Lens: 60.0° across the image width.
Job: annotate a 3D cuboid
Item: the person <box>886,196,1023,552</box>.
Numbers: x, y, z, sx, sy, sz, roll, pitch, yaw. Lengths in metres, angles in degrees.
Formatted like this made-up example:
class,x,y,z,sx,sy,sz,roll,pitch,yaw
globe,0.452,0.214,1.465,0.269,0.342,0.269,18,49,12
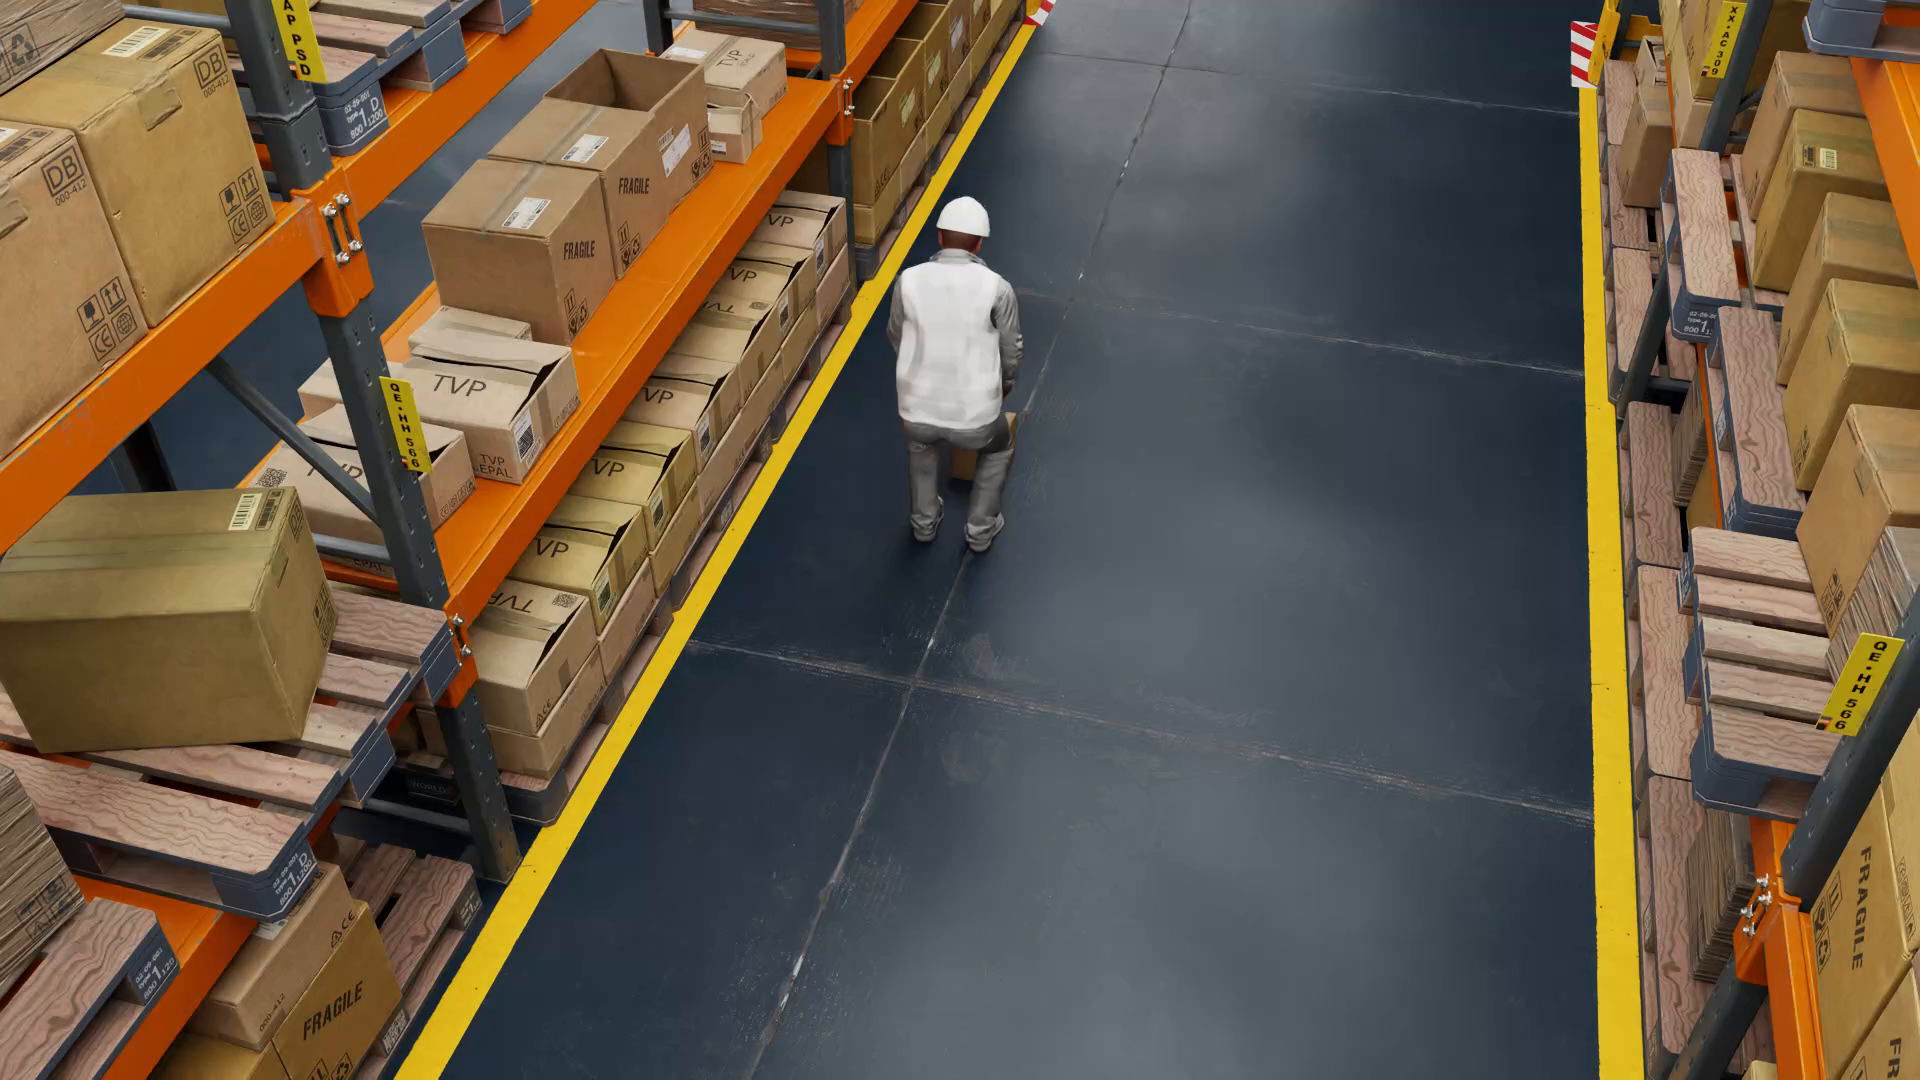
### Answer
class,x,y,z,sx,sy,sz,roll,pitch,yaw
person,-0.036,-0.668,7.103,0.589,1.534,0.684,10,42,12
